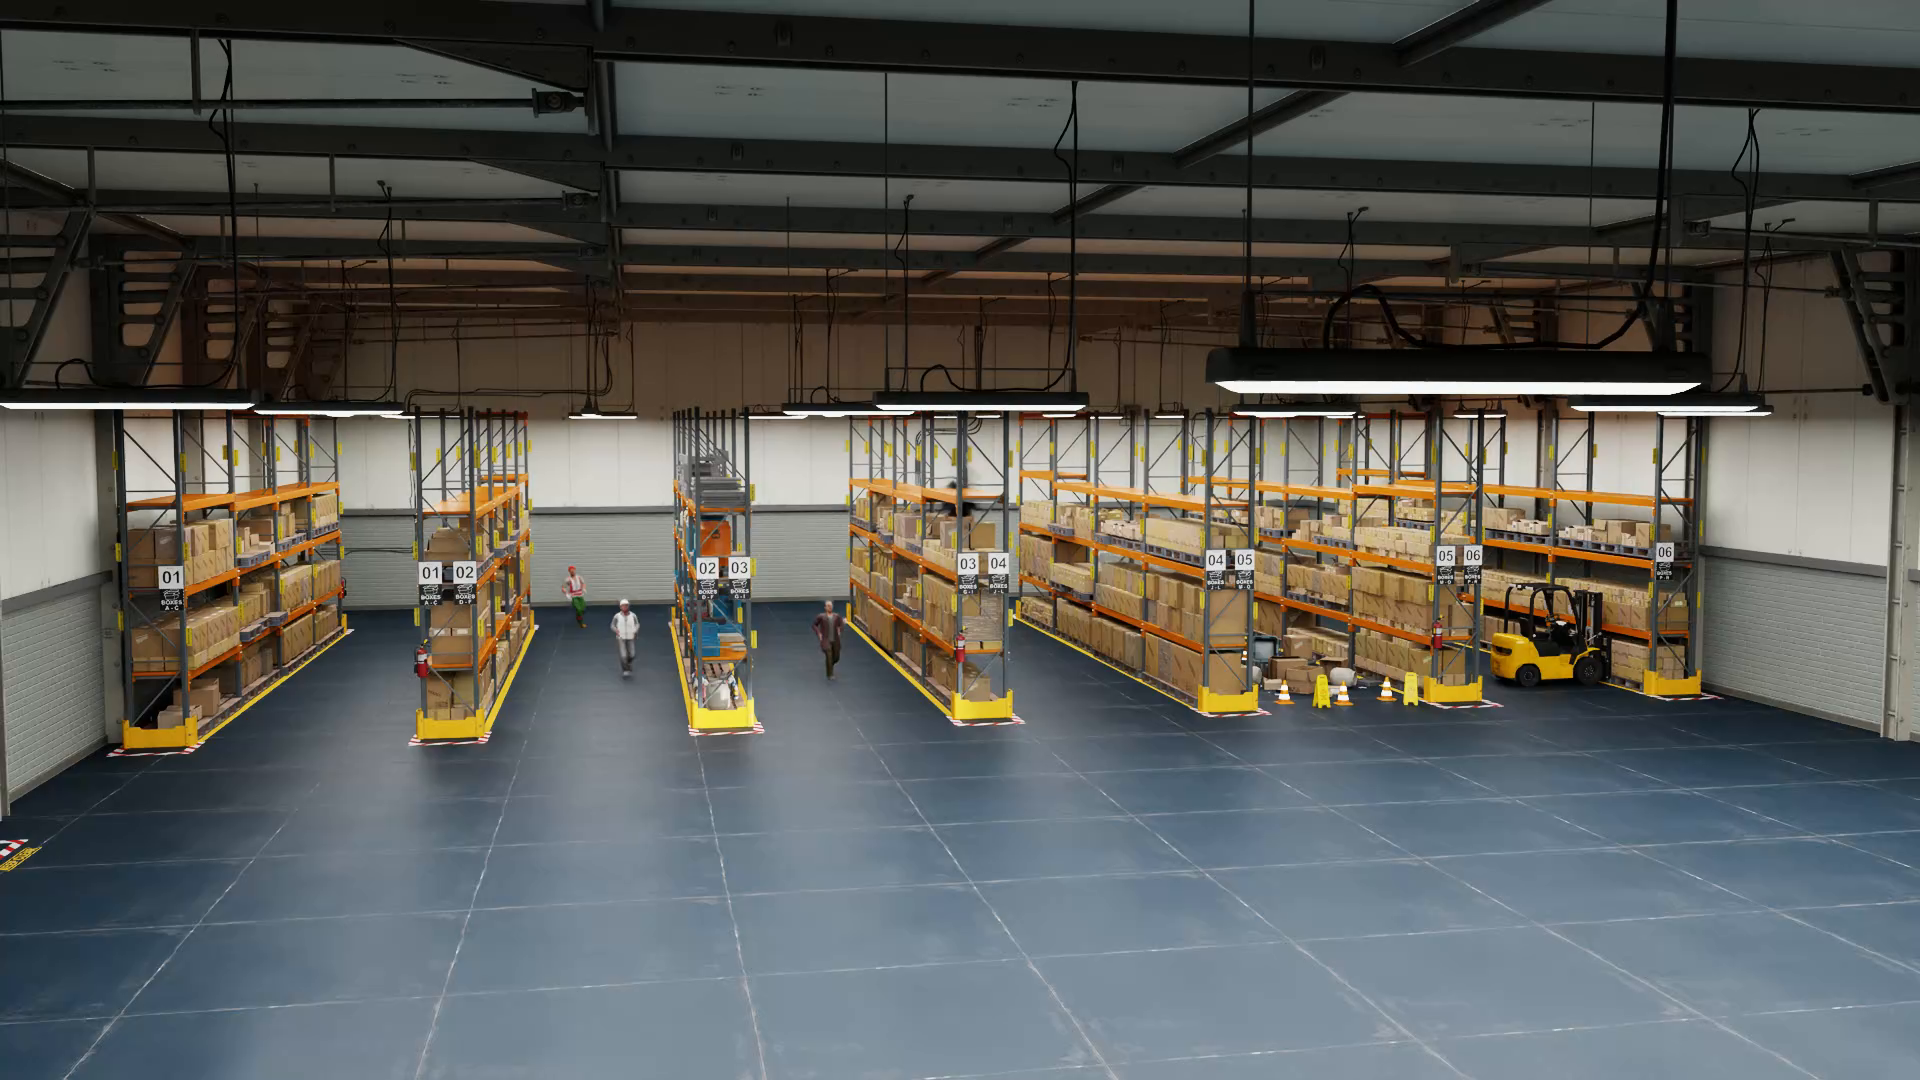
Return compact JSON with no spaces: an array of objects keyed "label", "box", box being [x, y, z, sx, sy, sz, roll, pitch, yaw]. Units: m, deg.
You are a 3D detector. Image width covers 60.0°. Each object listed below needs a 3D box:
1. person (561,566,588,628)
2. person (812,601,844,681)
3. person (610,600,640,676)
[{"label":"person","box":[-10.693,1.576,46.147,0.708,1.718,0.605,-3,5,-35]},{"label":"person","box":[-2.912,2.228,36.894,0.715,1.735,0.826,-2,4,-22]},{"label":"person","box":[-7.519,2.201,37.396,0.655,1.722,0.604,-1,4,-18]}]
